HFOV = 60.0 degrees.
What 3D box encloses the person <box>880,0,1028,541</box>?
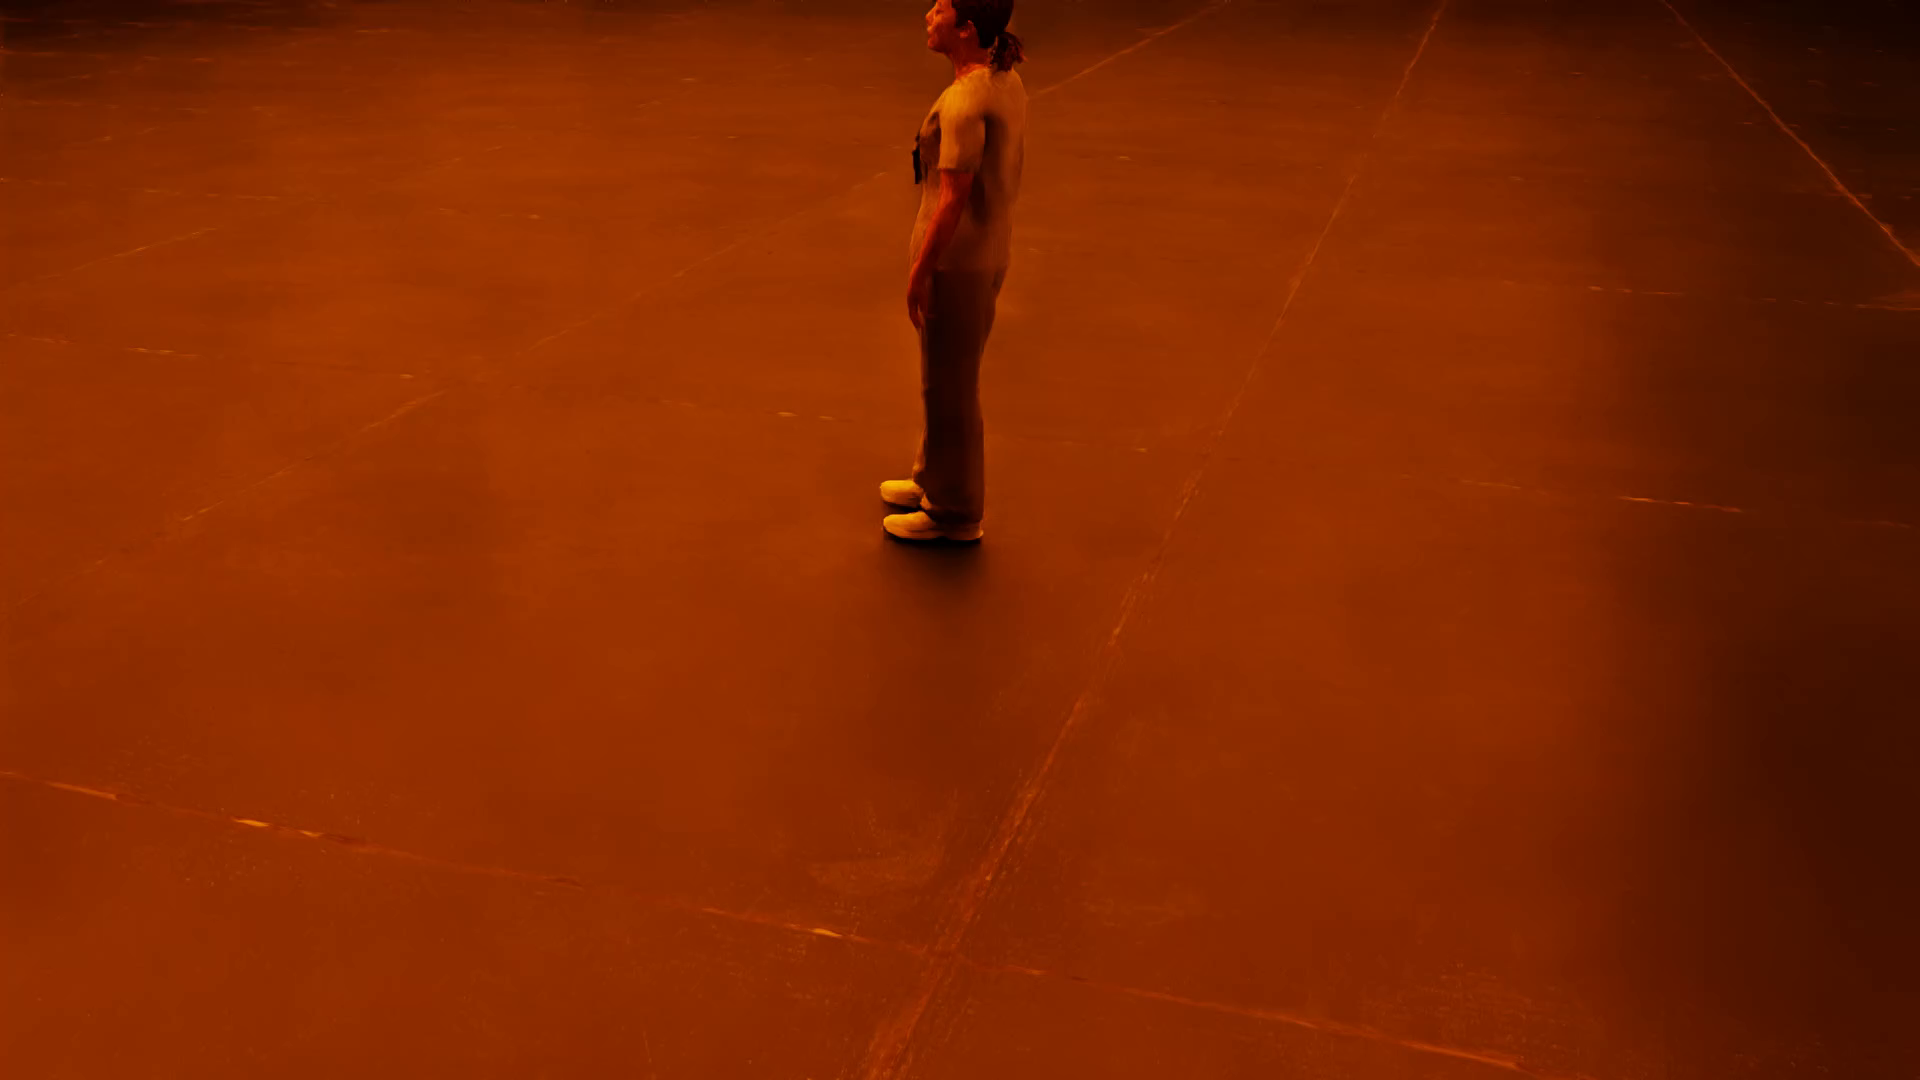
[{"bbox_3d":[-0.067,-0.787,4.833,0.548,1.658,0.550,7,23,16],"label":"person"}]
